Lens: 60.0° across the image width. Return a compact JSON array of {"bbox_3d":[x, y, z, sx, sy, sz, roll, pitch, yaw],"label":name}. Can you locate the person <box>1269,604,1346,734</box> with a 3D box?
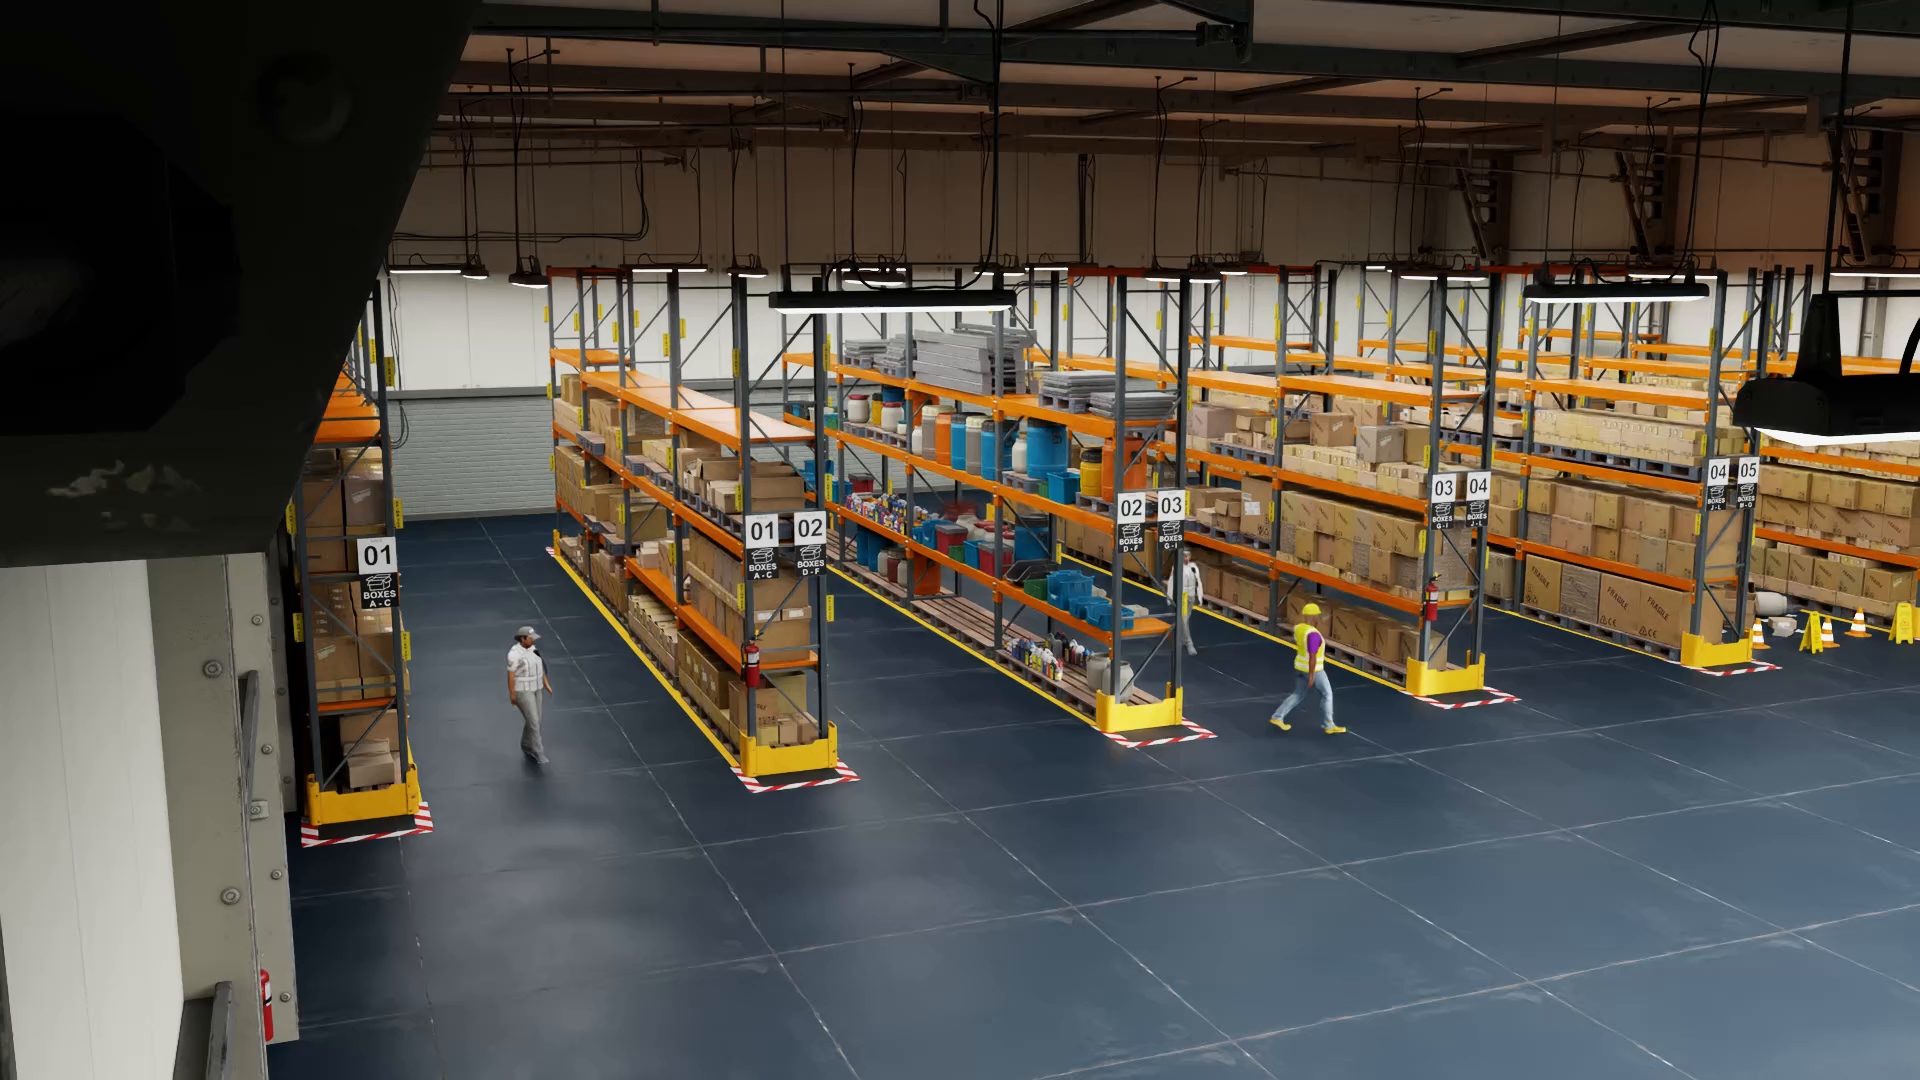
[{"bbox_3d":[4.603,1.693,21.979,0.925,1.728,0.578,-4,11,-23],"label":"person"}]

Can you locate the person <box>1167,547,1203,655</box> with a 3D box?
[{"bbox_3d":[3.615,0.928,26.516,0.518,1.669,0.838,-3,10,-17],"label":"person"}]

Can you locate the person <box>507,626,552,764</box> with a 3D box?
[{"bbox_3d":[-5.350,1.932,20.916,0.627,1.699,0.503,4,11,23],"label":"person"}]
